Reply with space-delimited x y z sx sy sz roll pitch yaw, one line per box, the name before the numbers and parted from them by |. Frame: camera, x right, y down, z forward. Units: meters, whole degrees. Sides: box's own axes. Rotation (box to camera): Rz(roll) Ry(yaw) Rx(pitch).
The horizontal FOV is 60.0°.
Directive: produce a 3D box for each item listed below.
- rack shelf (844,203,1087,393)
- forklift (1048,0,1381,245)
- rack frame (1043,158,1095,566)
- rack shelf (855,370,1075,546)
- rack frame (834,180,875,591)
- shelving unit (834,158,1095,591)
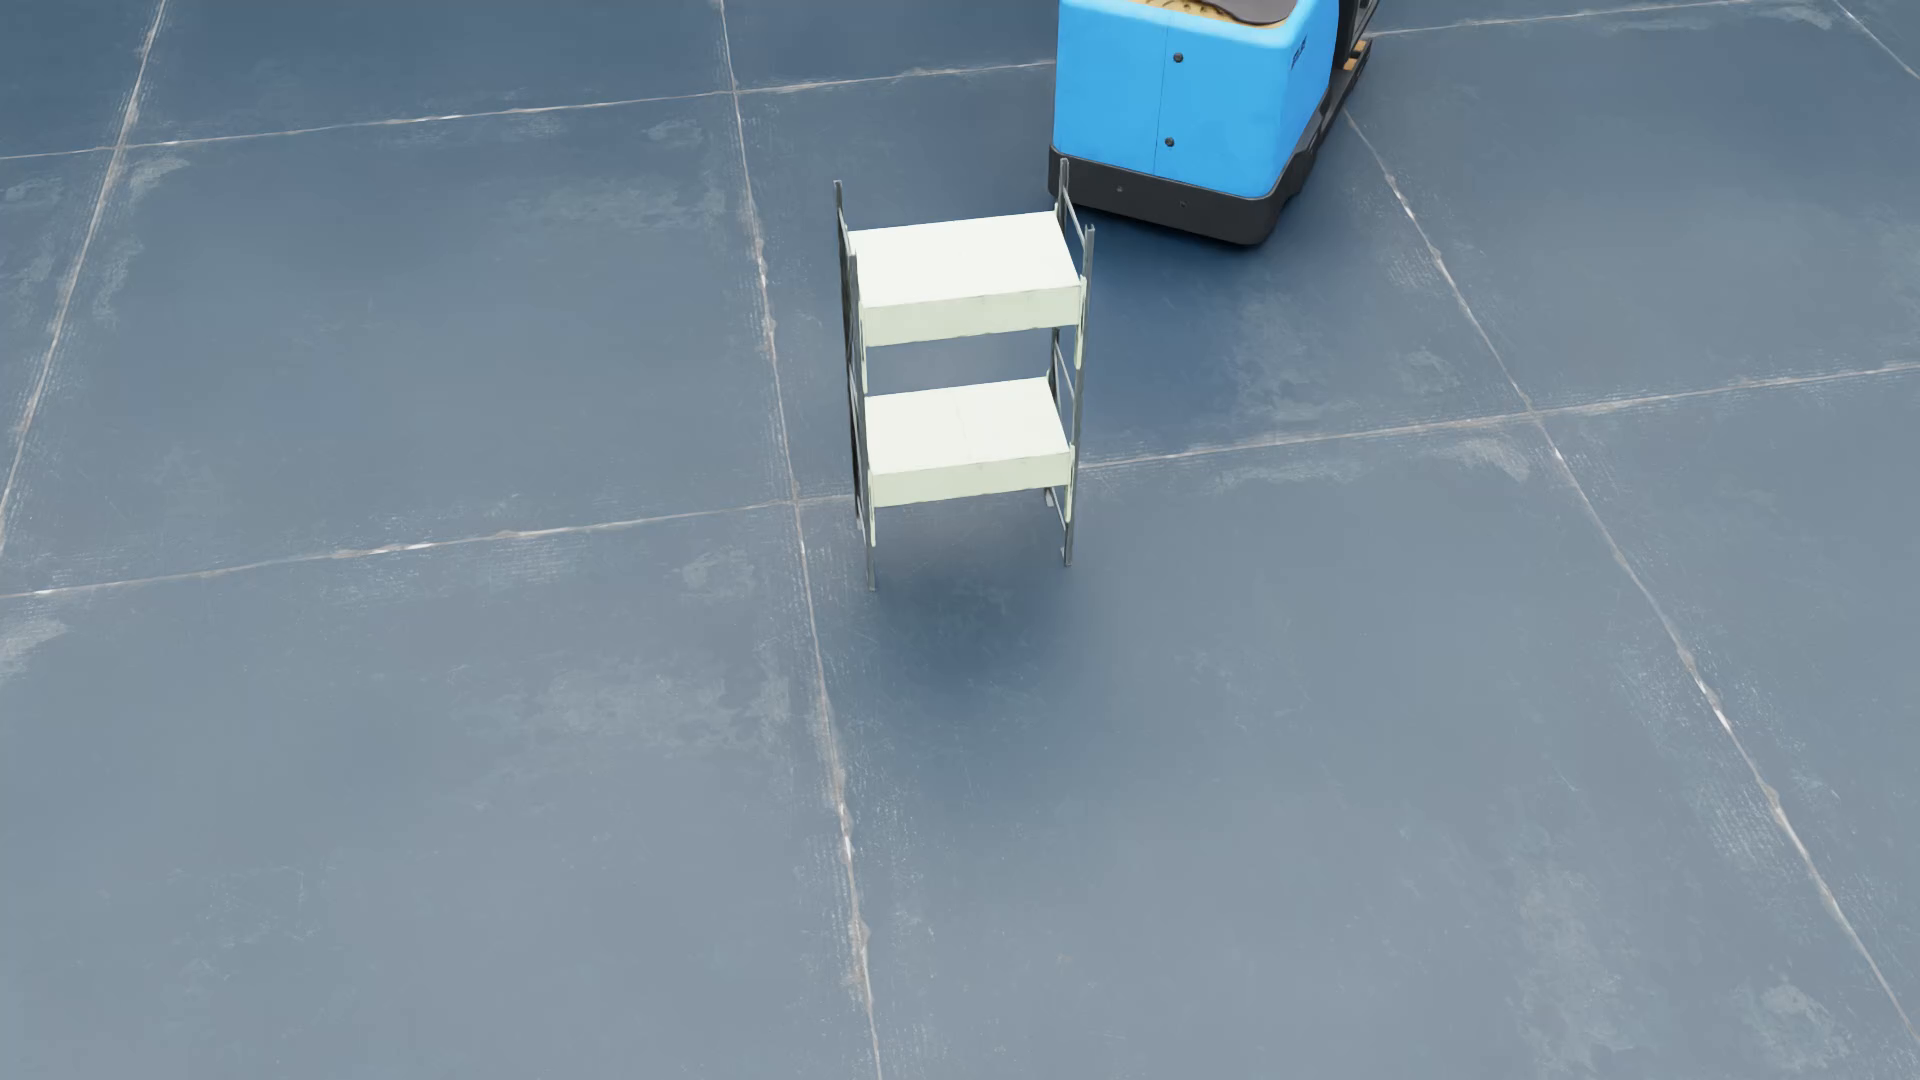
rack shelf | 0.007 -0.792 5.430 0.720 0.370 0.431 -7 46 -7
forklift | 1.465 -3.409 7.499 1.130 2.935 3.031 18 49 16
rack frame | 0.367 -0.566 5.754 0.023 1.500 0.400 -7 46 -7
rack shelf | 0.007 -0.295 5.945 0.720 0.370 0.431 -7 46 -7
rack frame | -0.354 -0.476 5.667 0.023 1.500 0.400 -7 46 -7
shelving unit | 0.007 -0.521 5.711 0.755 1.500 0.431 -7 46 -7
